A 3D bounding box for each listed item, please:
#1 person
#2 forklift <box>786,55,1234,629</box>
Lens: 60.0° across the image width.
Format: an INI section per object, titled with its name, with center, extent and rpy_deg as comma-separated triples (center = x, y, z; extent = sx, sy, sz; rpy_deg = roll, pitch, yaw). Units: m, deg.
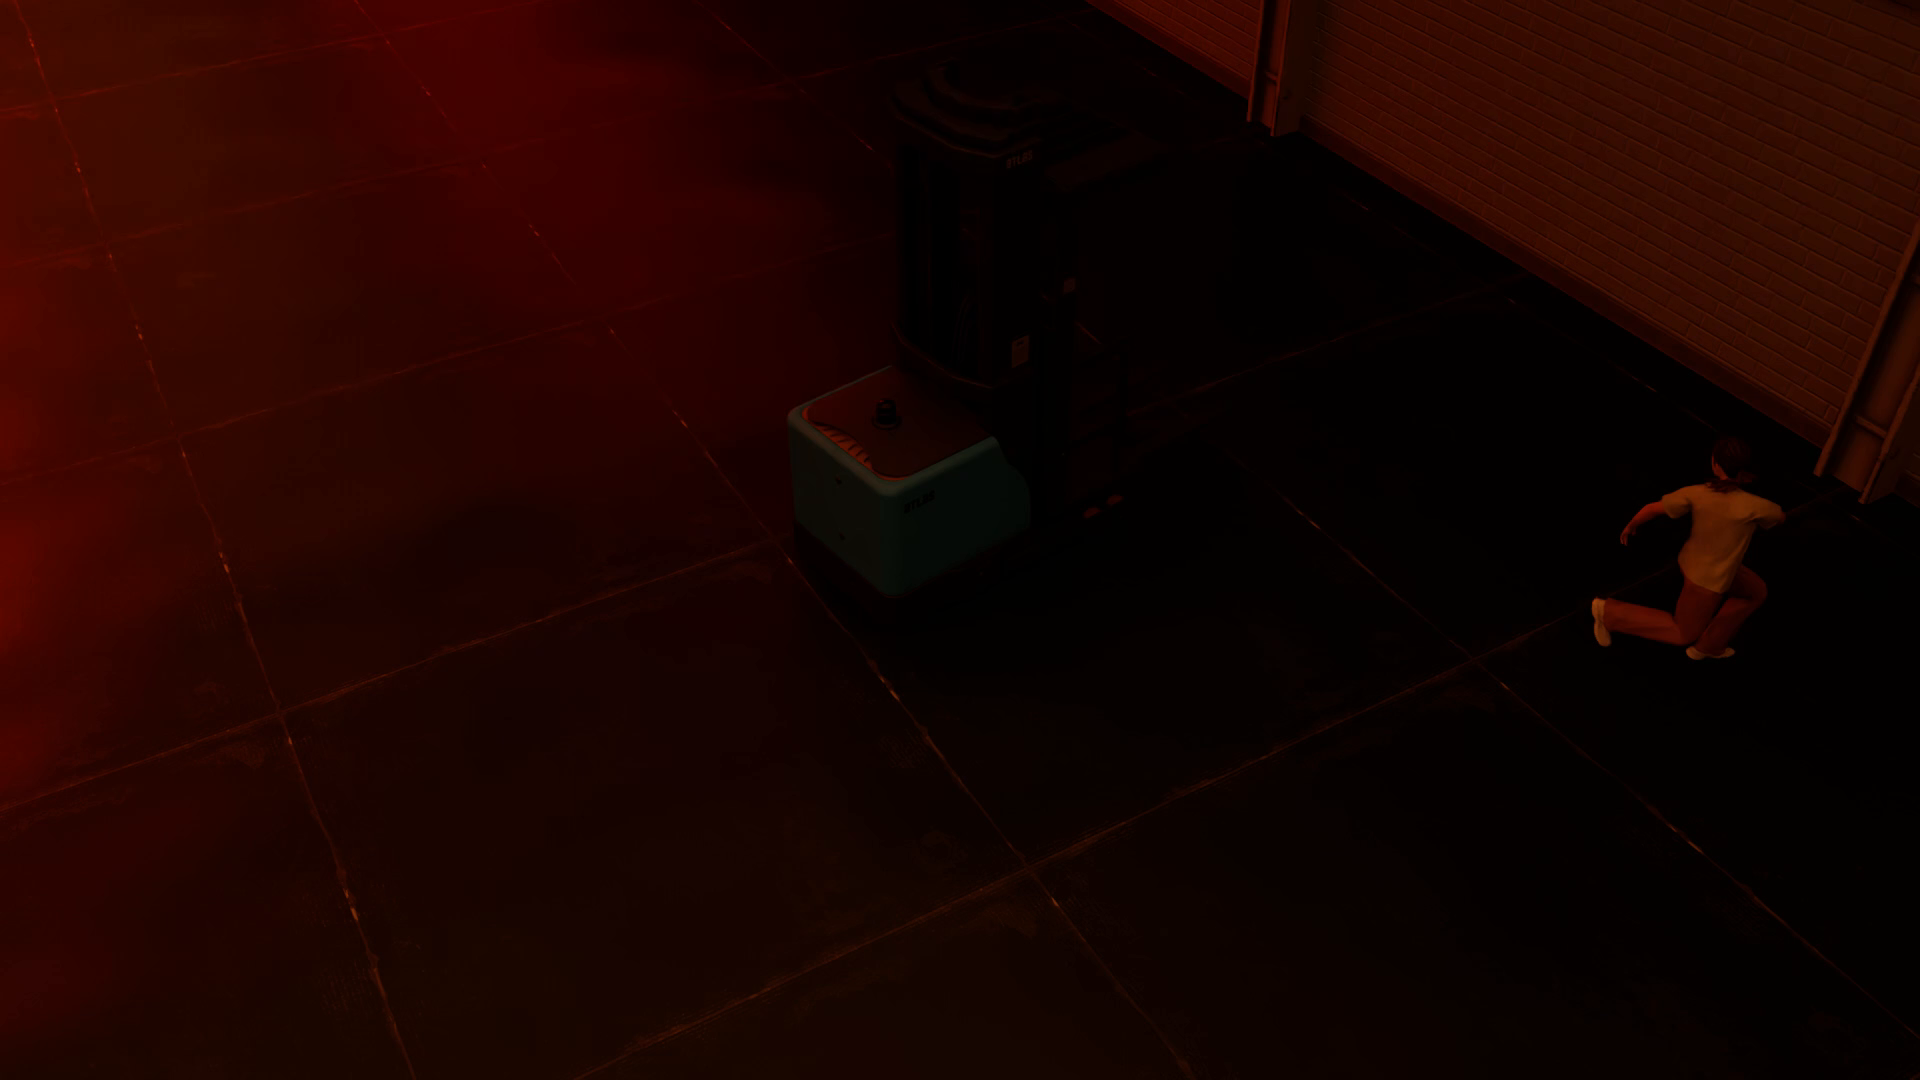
[person]
center = 4.046, 0.068, 9.167
extent = 0.892, 1.445, 0.574
rpy_deg = -2, 40, -2
[forklift]
center = 0.445, -1.405, 9.730
extent = 3.031, 2.935, 1.130
rpy_deg = -28, 47, -29
